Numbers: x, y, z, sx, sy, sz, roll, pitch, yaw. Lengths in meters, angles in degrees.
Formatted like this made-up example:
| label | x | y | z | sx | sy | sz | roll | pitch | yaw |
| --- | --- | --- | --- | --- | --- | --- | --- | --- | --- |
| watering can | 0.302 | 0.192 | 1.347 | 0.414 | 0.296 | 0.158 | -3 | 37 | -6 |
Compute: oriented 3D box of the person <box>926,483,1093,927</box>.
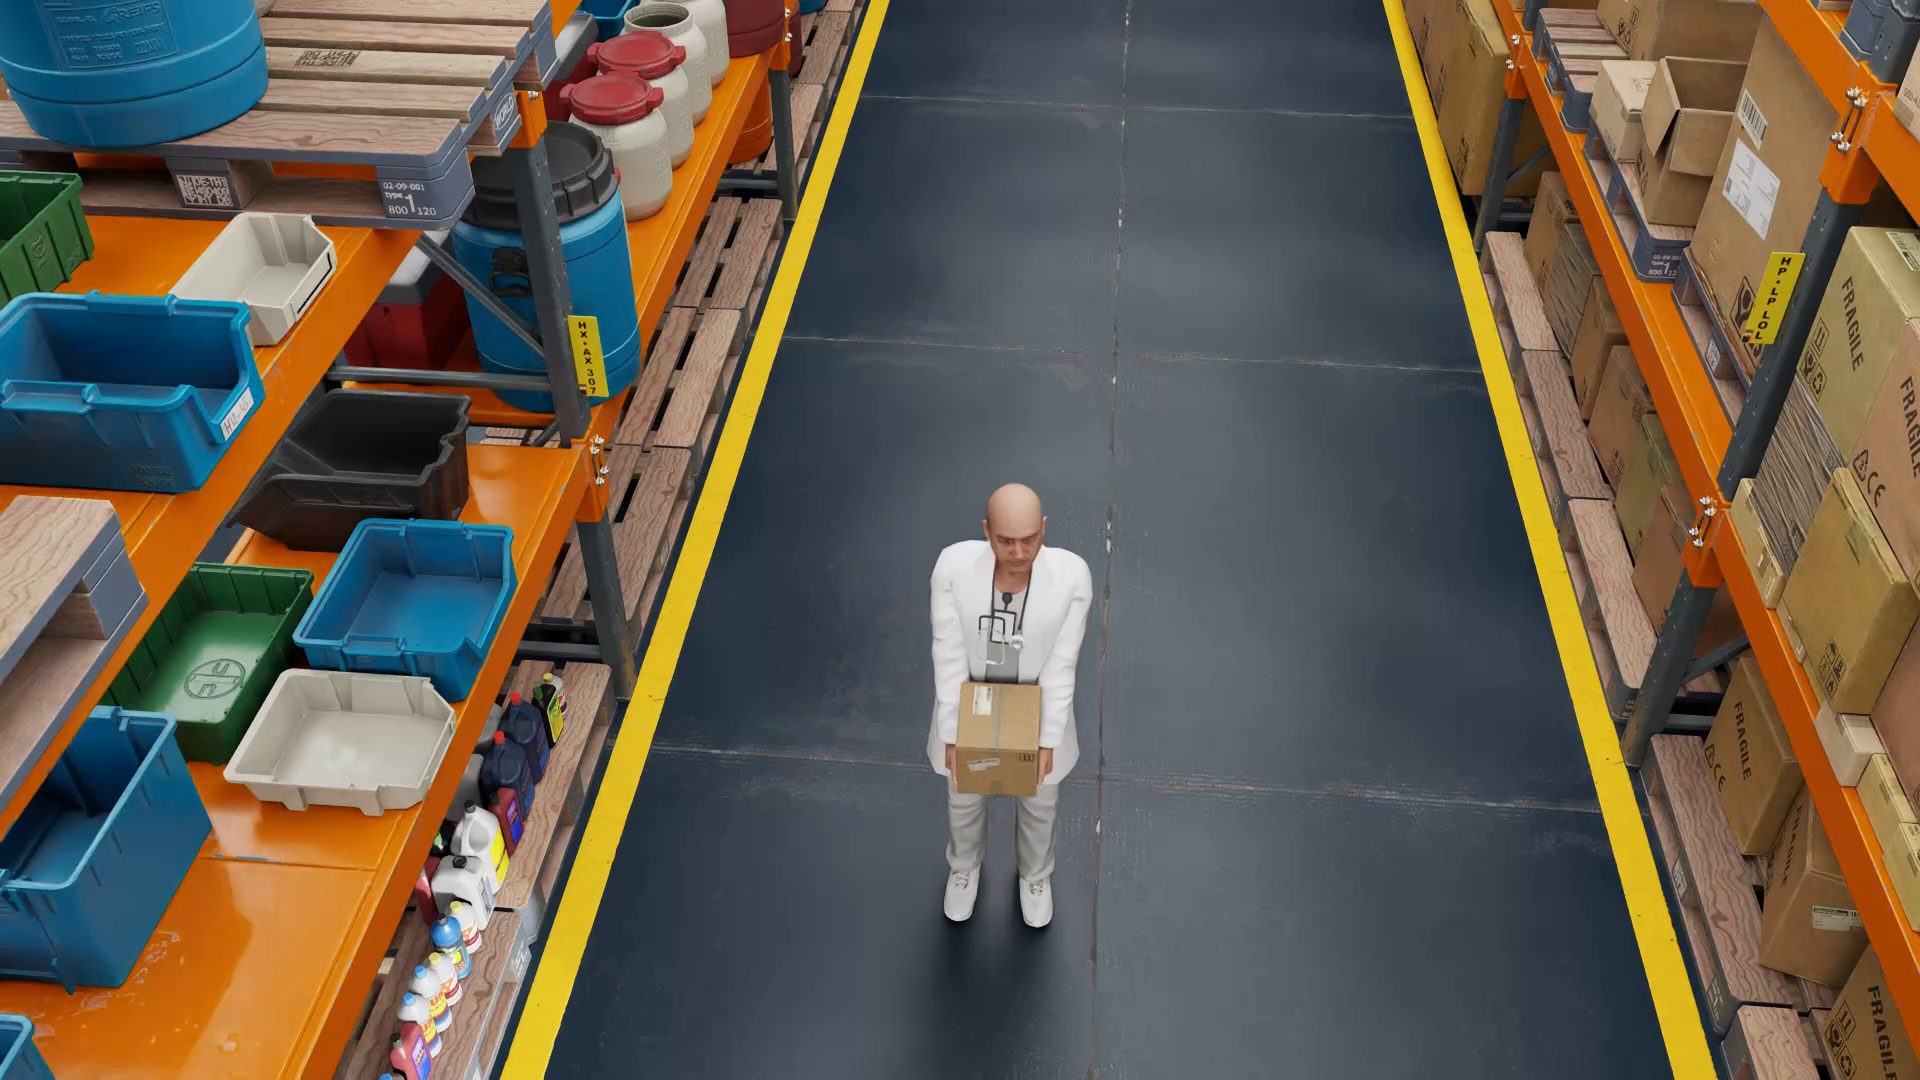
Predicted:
| label | x | y | z | sx | sy | sz | roll | pitch | yaw |
| --- | --- | --- | --- | --- | --- | --- | --- | --- | --- |
| person | 0.142 | 0.619 | 5.420 | 0.526 | 1.780 | 0.551 | 3 | 40 | 3 |
